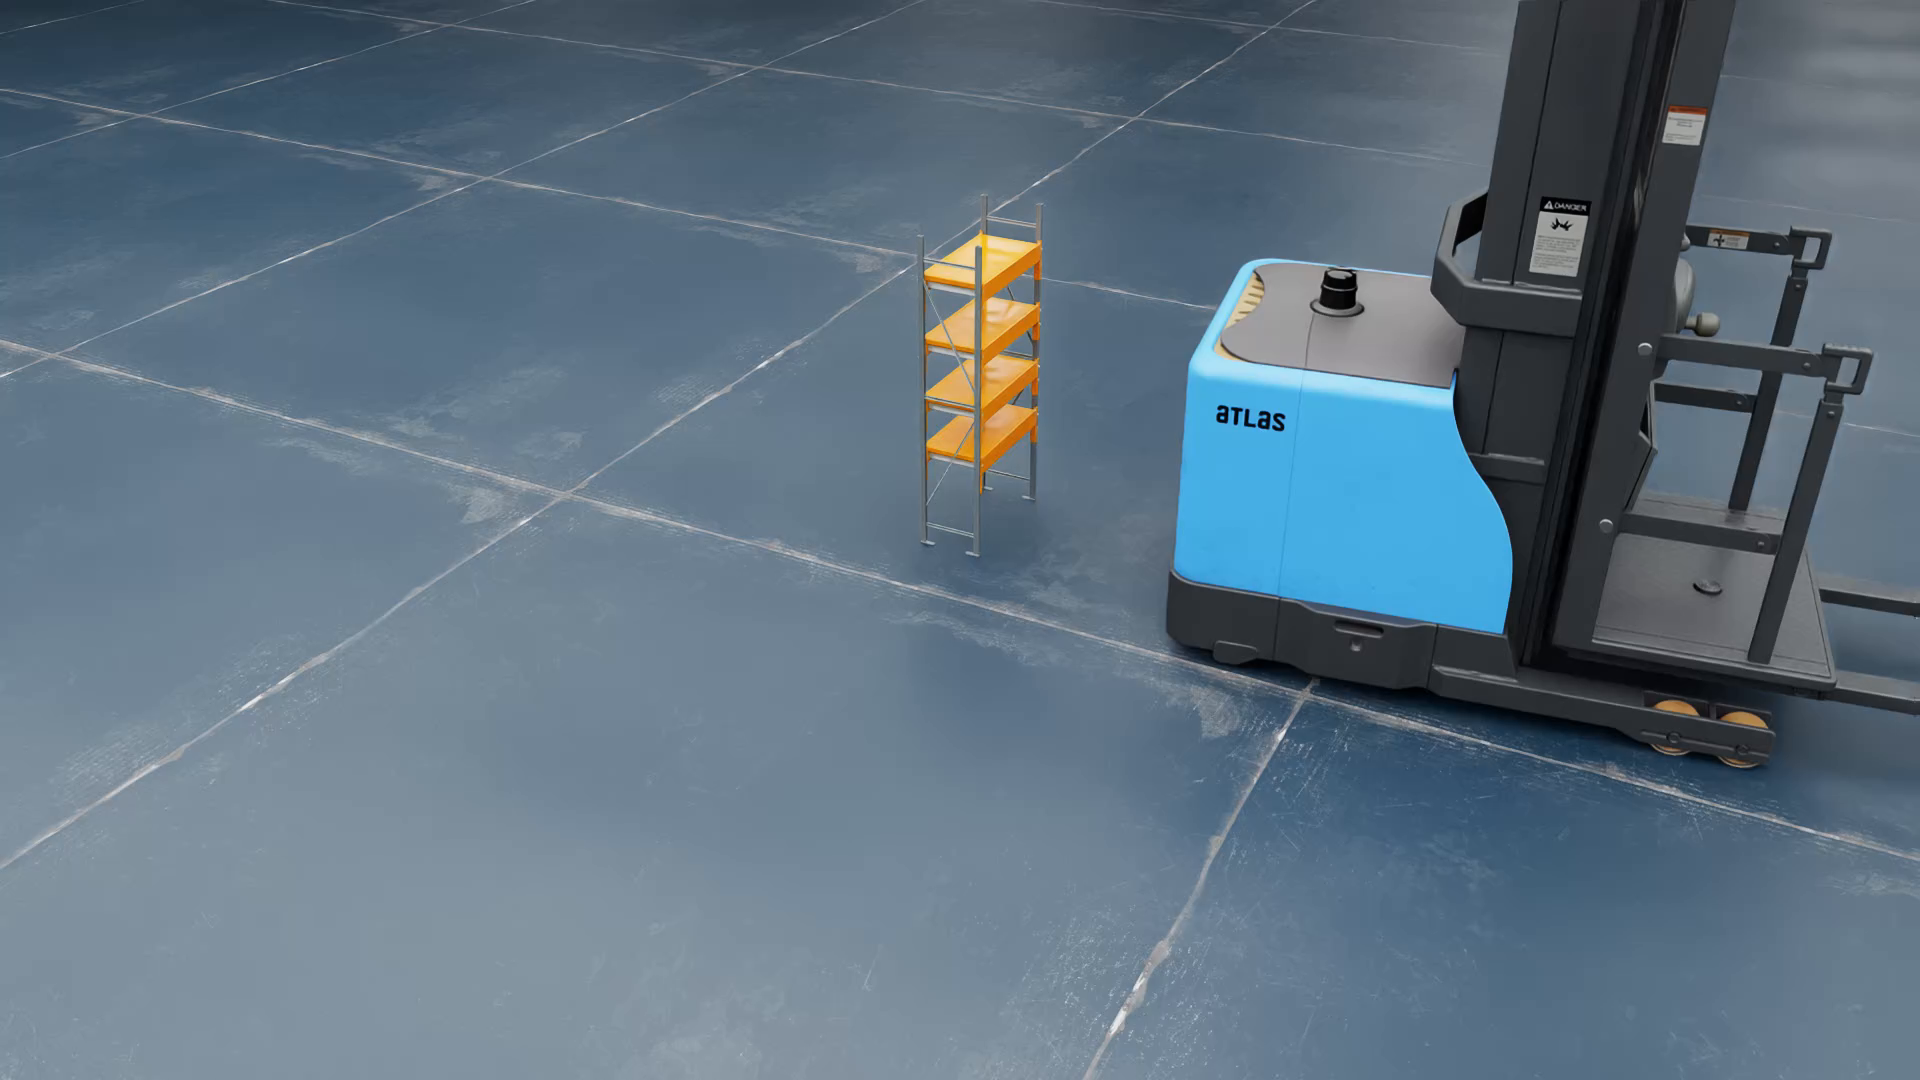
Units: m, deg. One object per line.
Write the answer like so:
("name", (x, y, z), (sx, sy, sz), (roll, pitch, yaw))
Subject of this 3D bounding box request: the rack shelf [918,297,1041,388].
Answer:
("rack shelf", (0.075, -0.729, 6.001), (0.258, 0.148, 0.480), (14, 33, 23))

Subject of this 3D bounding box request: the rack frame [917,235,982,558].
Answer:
("rack frame", (-0.036, -0.486, 5.891), (0.240, 1.200, 0.015), (14, 33, 23))

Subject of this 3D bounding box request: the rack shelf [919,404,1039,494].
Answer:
("rack shelf", (0.075, -0.363, 6.211), (0.258, 0.148, 0.480), (14, 33, 23))

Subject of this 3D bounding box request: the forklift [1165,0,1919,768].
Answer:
("forklift", (2.264, -0.878, 4.836), (3.031, 2.935, 1.130), (10, 31, 16))

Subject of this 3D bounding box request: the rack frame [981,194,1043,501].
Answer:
("rack frame", (0.187, -0.702, 6.267), (0.240, 1.200, 0.015), (14, 33, 23))

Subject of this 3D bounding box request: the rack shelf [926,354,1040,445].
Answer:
("rack shelf", (0.075, -0.535, 6.112), (0.258, 0.148, 0.480), (14, 33, 23))

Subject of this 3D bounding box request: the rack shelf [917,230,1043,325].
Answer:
("rack shelf", (0.075, -0.934, 5.883), (0.258, 0.148, 0.480), (14, 33, 23))

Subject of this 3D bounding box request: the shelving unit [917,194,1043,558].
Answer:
("shelving unit", (0.075, -0.594, 6.079), (0.258, 1.200, 0.503), (14, 33, 23))
